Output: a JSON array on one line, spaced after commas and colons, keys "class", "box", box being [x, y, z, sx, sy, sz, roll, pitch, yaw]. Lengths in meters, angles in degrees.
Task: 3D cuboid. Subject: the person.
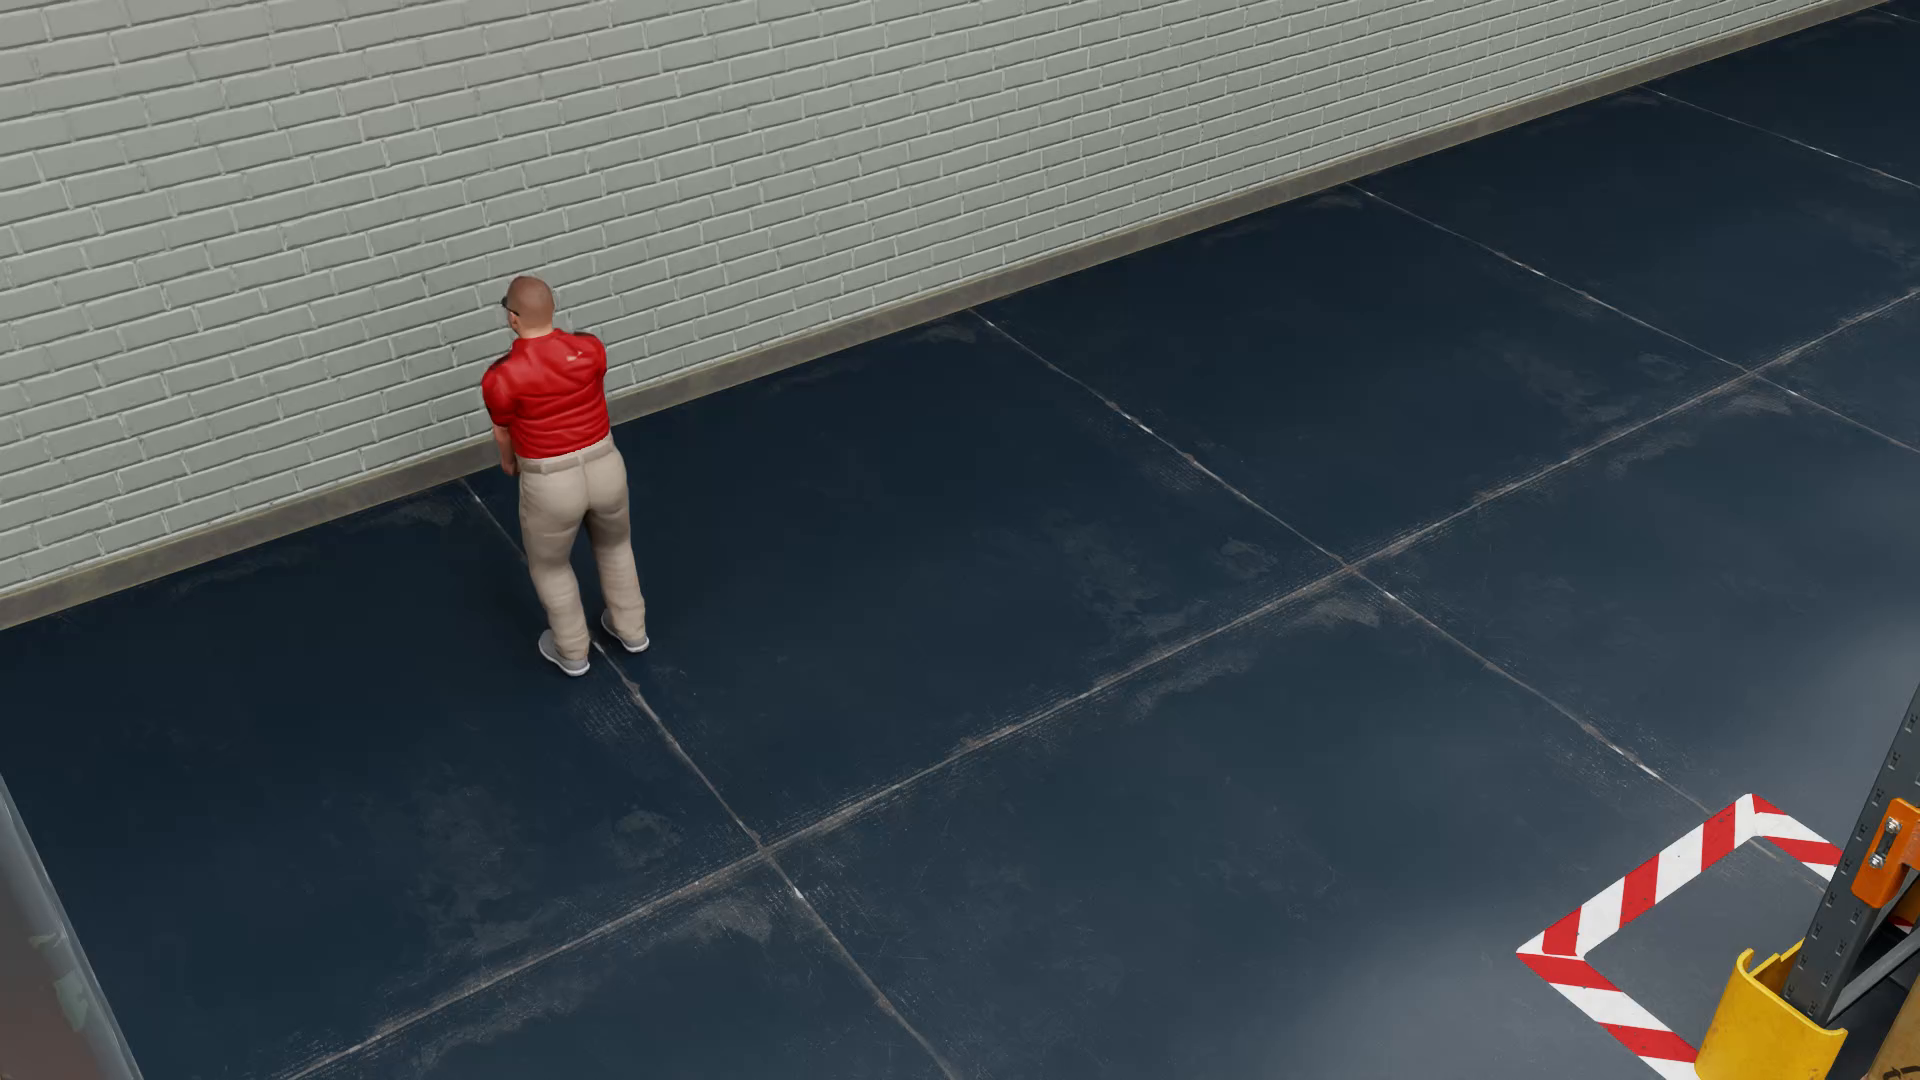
[{"class": "person", "box": [-1.585, -0.268, 6.539, 0.488, 1.724, 0.557, -23, 42, -28]}]
